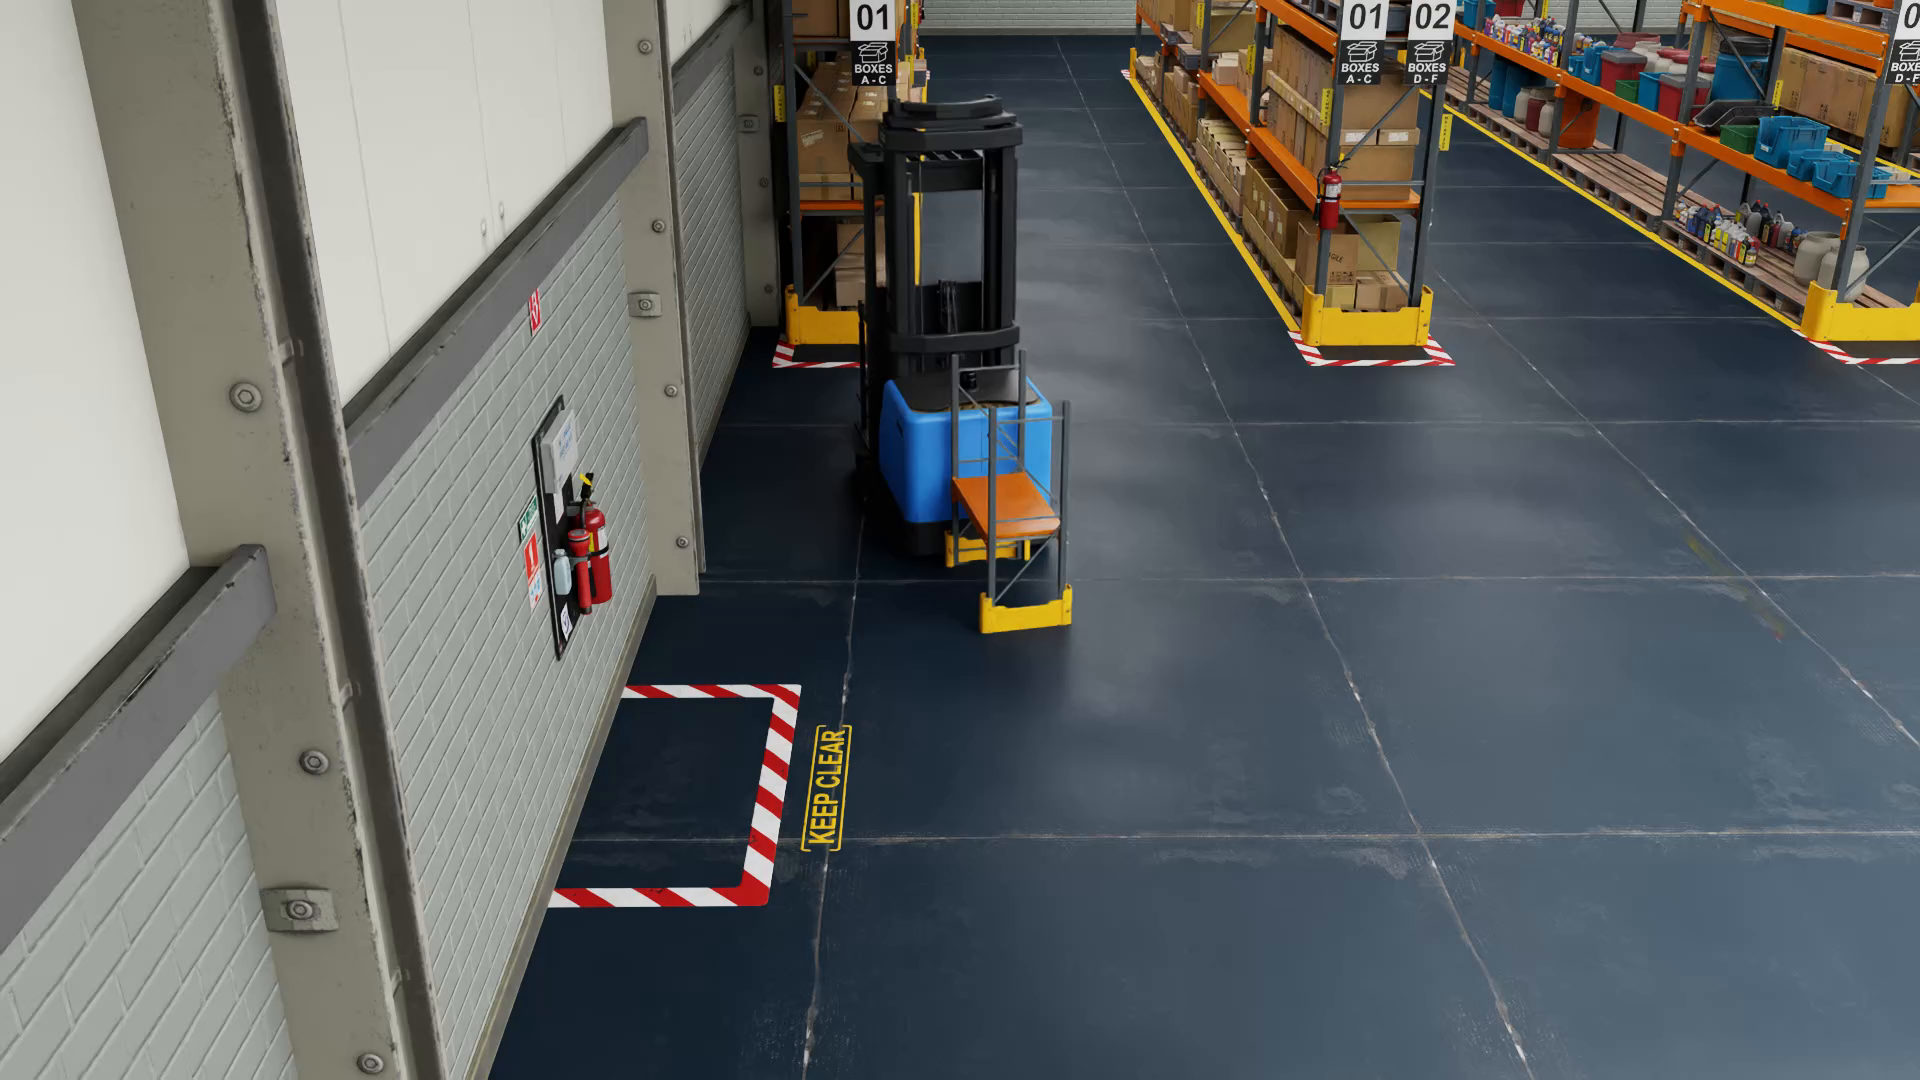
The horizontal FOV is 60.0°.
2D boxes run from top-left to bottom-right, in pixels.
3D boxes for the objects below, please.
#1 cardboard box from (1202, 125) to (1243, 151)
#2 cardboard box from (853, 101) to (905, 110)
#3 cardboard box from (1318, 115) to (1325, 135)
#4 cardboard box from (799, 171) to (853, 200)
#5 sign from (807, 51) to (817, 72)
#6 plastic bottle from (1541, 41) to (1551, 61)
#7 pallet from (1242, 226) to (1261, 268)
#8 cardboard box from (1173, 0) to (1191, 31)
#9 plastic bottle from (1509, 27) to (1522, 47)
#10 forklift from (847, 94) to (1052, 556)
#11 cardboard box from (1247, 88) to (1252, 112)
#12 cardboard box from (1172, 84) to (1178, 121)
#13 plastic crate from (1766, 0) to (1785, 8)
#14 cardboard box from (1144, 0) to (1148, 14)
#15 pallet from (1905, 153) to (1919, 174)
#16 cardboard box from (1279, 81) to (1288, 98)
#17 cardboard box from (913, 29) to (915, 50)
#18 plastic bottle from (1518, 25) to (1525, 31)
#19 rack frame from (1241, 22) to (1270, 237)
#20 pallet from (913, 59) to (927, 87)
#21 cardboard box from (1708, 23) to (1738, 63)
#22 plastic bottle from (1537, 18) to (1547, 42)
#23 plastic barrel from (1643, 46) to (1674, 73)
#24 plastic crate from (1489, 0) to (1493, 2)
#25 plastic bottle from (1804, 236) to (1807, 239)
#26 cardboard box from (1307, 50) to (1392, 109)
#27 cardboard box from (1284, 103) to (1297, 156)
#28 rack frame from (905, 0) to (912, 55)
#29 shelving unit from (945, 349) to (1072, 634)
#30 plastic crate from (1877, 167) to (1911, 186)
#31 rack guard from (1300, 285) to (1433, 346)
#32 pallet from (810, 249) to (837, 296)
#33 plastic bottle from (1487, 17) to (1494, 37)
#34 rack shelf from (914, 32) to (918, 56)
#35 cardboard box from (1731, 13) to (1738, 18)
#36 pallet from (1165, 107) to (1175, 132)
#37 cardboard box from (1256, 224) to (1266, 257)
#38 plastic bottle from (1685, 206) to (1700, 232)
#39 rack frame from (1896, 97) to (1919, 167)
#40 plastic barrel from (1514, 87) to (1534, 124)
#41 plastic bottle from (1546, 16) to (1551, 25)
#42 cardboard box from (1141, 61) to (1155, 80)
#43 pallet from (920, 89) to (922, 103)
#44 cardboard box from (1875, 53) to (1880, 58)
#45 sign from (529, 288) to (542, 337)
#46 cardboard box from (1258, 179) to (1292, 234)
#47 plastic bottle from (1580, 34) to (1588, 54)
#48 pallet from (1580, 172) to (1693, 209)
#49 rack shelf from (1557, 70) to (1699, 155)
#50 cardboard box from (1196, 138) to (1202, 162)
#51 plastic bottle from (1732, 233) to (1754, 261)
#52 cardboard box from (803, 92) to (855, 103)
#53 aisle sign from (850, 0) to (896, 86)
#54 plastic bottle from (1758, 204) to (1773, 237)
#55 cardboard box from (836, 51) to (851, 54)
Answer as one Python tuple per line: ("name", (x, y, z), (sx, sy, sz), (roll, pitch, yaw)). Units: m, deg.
("cardboard box", (3.519, -5.355, 22.097), (0.500, 0.311, 0.500), (-1, 24, -2))
("cardboard box", (-0.773, -3.959, 16.110), (0.500, 0.500, 0.500), (0, 24, 0))
("cardboard box", (3.679, -4.009, 16.066), (0.380, 0.149, 0.250), (-1, 24, -1))
("cardboard box", (-1.272, -3.407, 15.801), (0.500, 0.250, 0.500), (0, 24, 0))
("sign", (-1.672, -5.446, 18.747), (0.100, 0.325, 0.005), (0, 24, -1))
("plastic bottle", (8.328, -6.945, 23.621), (0.097, 0.271, 0.097), (0, 24, 0))
("pallet", (3.804, -3.348, 18.896), (1.003, 0.211, 1.213), (0, 24, -1))
("cardboard box", (3.602, -8.001, 25.169), (0.700, 0.500, 0.500), (4, 25, 8))
("plastic bottle", (8.339, -7.538, 24.927), (0.152, 0.276, 0.135), (0, 24, -1))
("forklift", (-0.193, -1.809, 12.193), (1.130, 2.935, 3.031), (-5, 25, -12))
("cardboard box", (3.644, -5.247, 19.874), (0.396, 0.266, 0.258), (-1, 24, -2))
("cardboard box", (3.526, -6.678, 25.376), (0.500, 0.500, 0.500), (0, 24, 0))
("plastic crate", (8.535, -5.586, 17.078), (0.336, 0.188, 0.450), (0, 24, -1))
("cardboard box", (3.461, -9.333, 28.625), (0.500, 0.500, 0.500), (0, 24, -1))
("pallet", (13.706, -5.045, 22.649), (1.003, 0.211, 1.213), (0, 24, -1))
("cardboard box", (3.658, -4.858, 17.943), (0.380, 0.149, 0.250), (0, 24, -1))
("cardboard box", (-0.906, -7.178, 23.475), (0.500, 0.500, 0.500), (1, 24, 1))
("plastic bottle", (8.489, -7.634, 25.139), (0.152, 0.276, 0.135), (0, 24, -1))
("rack frame", (3.837, -4.946, 19.047), (1.000, 3.000, 0.127), (0, 24, -1))
("pallet", (-1.046, -6.190, 22.030), (1.213, 0.211, 1.003), (0, 24, -1))
("cardboard box", (13.709, -8.519, 29.015), (0.875, 0.875, 0.875), (0, 24, -1))
("plastic bottle", (8.898, -7.787, 25.388), (0.144, 0.351, 0.185), (0, 24, -1))
("plastic barrel", (8.976, -6.070, 21.395), (0.421, 0.512, 0.421), (0, 24, 0))
("plastic crate", (8.870, -8.867, 27.787), (0.437, 0.282, 0.530), (0, 24, -1))
("plastic bottle", (9.122, -3.166, 17.887), (0.097, 0.271, 0.097), (0, 24, 0))
("cardboard box", (3.870, -4.574, 16.527), (0.700, 0.500, 0.500), (0, 24, 0))
("cardboard box", (3.862, -4.385, 17.684), (0.700, 0.500, 0.500), (0, 24, 0))
("rack frame", (-1.160, -6.571, 22.639), (1.000, 3.000, 0.127), (0, 24, -1))
("shelving unit", (0.302, -0.334, 10.668), (0.587, 1.500, 1.083), (-5, 25, -12))
("plastic crate", (9.145, -3.569, 16.321), (0.298, 0.136, 0.250), (0, 24, -1))
("rack guard", (3.881, -2.149, 15.896), (1.175, 0.500, 0.348), (0, 24, -1))
("pallet", (-1.058, -2.872, 17.843), (1.003, 0.211, 1.213), (0, 24, -1))
("plastic bottle", (8.281, -8.003, 25.946), (0.061, 0.283, 0.133), (0, 24, -1))
("rack shelf", (-1.182, -7.067, 24.609), (1.077, 0.370, 4.000), (0, 24, -1))
("cardboard box", (13.308, -8.930, 28.160), (0.380, 0.149, 0.250), (0, 24, 0))
("pallet", (3.796, -6.637, 26.170), (1.003, 0.211, 1.213), (0, 24, -1))
("cardboard box", (3.539, -3.280, 18.190), (0.500, 0.250, 0.500), (0, 24, -1))
("plastic bottle", (8.386, -3.660, 18.974), (0.152, 0.276, 0.135), (1, 24, 1))
("rack frame", (13.699, -6.638, 22.786), (1.000, 3.000, 0.127), (0, 24, -1))
("plastic barrel", (8.616, -6.572, 25.151), (0.421, 0.512, 0.421), (0, 24, 0))
("plastic bottle", (9.040, -7.864, 25.557), (0.144, 0.351, 0.185), (0, 24, -1))
("cardboard box", (3.439, -8.201, 29.047), (0.500, 0.250, 0.500), (0, 24, -1))
("pallet", (-1.134, -7.262, 27.551), (1.003, 0.211, 1.213), (0, 24, -1))
("cardboard box", (13.446, -7.091, 23.667), (0.500, 0.500, 0.500), (0, 24, -1))
("sign", (-1.991, -1.121, 7.775), (0.001, 0.298, 0.199), (0, 24, -1))
("cardboard box", (3.540, -3.622, 18.036), (0.500, 0.500, 0.500), (0, 24, -1))
("plastic bottle", (9.098, -7.218, 24.212), (0.061, 0.283, 0.133), (0, 24, -1))
("pallet", (8.726, -4.524, 21.497), (1.003, 0.211, 1.213), (0, 24, -1))
("rack shelf", (8.768, -5.464, 21.063), (1.077, 0.370, 4.000), (0, 24, -1))
("cardboard box", (3.505, -5.316, 22.691), (0.500, 0.250, 0.500), (0, 24, -1))
("plastic bottle", (8.400, -3.137, 17.818), (0.152, 0.276, 0.135), (0, 24, 0))
("cardboard box", (-1.296, -4.171, 16.579), (0.500, 0.500, 0.500), (-1, 24, -2))
("aisle sign", (-0.772, -4.431, 14.752), (0.394, 0.787, 0.004), (0, 24, -1))
("plastic bottle", (9.087, -3.618, 18.789), (0.144, 0.351, 0.185), (-1, 24, -3))
("cardboard box", (-1.087, -5.609, 19.856), (0.700, 0.500, 0.500), (2, 24, 5))
